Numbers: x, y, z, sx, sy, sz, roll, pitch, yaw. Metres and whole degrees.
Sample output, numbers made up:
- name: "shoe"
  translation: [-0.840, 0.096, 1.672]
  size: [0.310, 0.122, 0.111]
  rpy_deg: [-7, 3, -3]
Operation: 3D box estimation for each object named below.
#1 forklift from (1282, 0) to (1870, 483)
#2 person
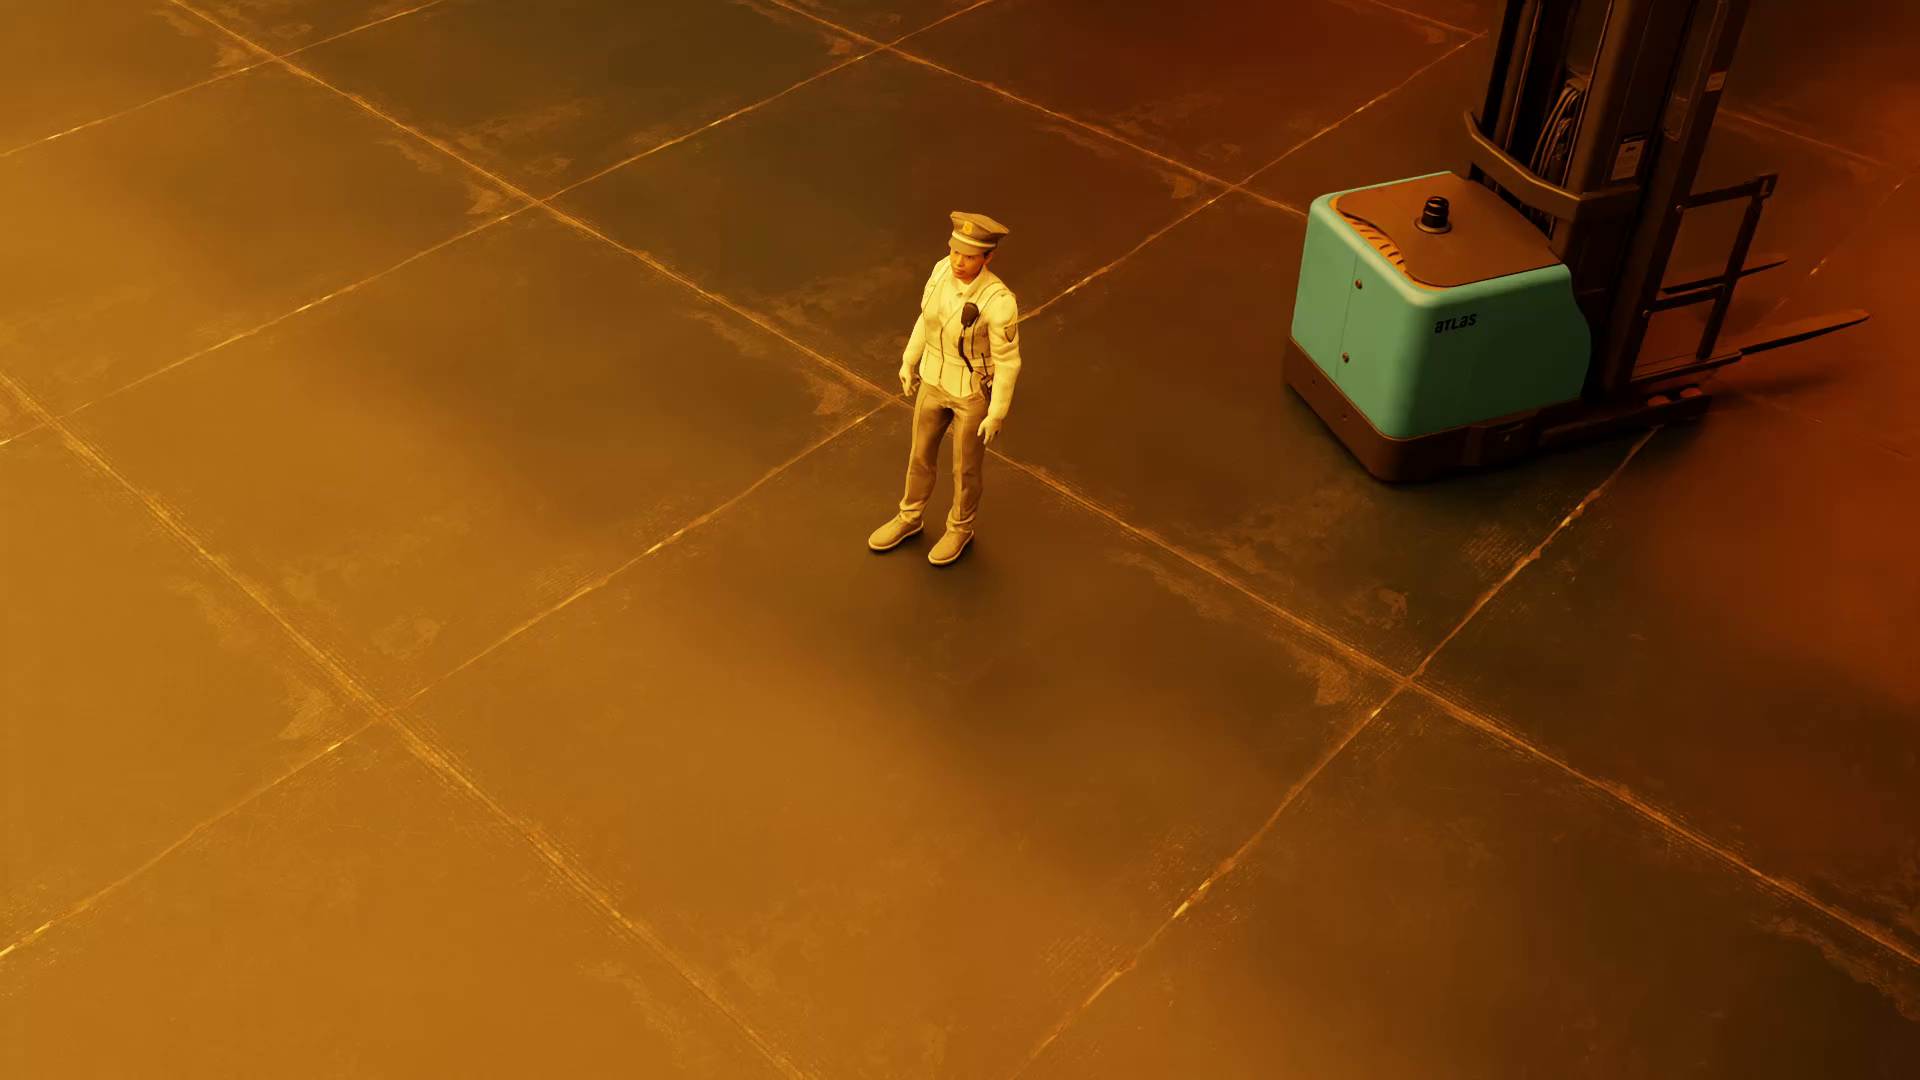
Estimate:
- name: "forklift"
  translation: [3.232, -1.980, 7.736]
  size: [3.031, 2.935, 1.130]
  rpy_deg: [-14, 42, -15]
- name: "person"
  translation: [-0.051, -0.618, 7.088]
  size: [0.587, 1.695, 0.531]
  rpy_deg: [31, 49, 31]
